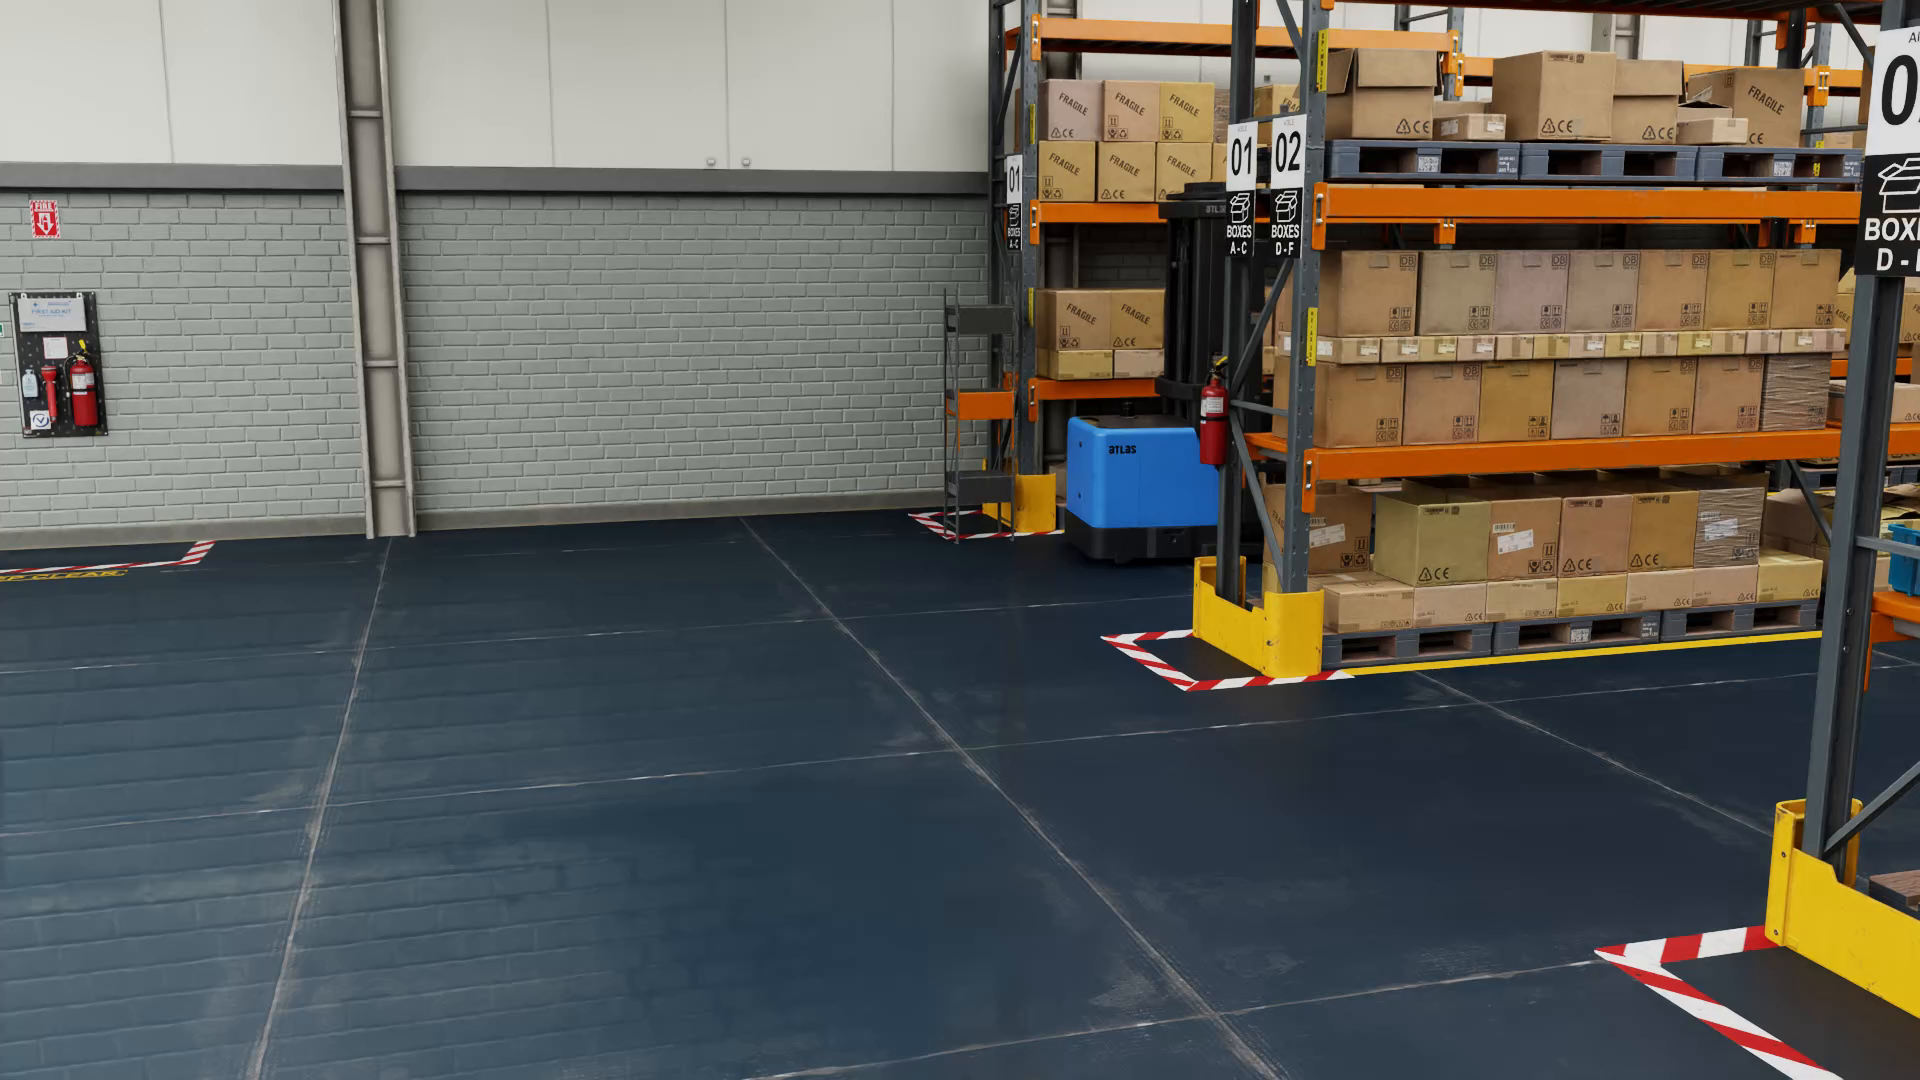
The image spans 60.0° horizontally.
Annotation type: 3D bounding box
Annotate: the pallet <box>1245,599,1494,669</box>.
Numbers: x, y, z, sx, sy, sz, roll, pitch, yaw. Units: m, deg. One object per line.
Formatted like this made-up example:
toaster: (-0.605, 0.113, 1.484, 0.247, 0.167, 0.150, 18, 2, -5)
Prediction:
pallet: (2.558, 0.546, 10.495, 1.213, 0.211, 1.003, -3, 11, -16)

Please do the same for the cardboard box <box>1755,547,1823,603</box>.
cardboard box: (5.292, 0.226, 10.969, 0.500, 0.250, 0.500, -3, 11, -16)

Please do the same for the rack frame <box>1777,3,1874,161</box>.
rack frame: (5.676, -3.932, 10.549, 0.127, 3.000, 1.000, -3, 11, -16)

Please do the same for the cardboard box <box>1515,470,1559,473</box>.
cardboard box: (5.472, -0.904, 16.363, 0.500, 0.500, 0.700, -3, 11, -17)

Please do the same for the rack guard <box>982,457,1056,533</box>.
rack guard: (0.520, -0.414, 14.916, 0.348, 0.500, 1.175, -3, 11, -16)

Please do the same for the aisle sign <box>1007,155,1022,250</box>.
aisle sign: (0.462, -2.863, 14.131, 0.004, 0.787, 0.394, -3, 11, -16)

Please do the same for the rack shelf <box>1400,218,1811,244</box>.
rack shelf: (6.208, -3.065, 16.112, 4.000, 0.370, 1.077, -3, 11, -16)

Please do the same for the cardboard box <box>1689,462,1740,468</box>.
cardboard box: (7.452, -0.986, 16.807, 0.500, 0.500, 0.700, -3, 11, -15)

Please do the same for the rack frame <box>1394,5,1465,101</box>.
rack frame: (4.288, -4.793, 15.225, 0.127, 3.000, 1.000, -3, 11, -16)

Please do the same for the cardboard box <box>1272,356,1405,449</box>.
cardboard box: (2.287, -0.849, 10.100, 0.500, 0.500, 0.700, -3, 11, -16)

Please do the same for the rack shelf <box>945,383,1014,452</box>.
rack shelf: (0.159, -1.028, 13.904, 0.480, 0.518, 0.431, -3, 11, -16)

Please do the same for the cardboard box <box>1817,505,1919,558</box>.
cardboard box: (6.143, -0.089, 11.131, 0.500, 0.311, 0.500, -3, 11, -16)

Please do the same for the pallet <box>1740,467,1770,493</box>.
pallet: (7.378, -0.634, 16.907, 1.213, 0.211, 1.003, -3, 11, -16)

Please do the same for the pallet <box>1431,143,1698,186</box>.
pallet: (3.695, -2.304, 10.238, 1.213, 0.211, 1.003, -3, 11, -16)

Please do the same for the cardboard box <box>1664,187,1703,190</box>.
cardboard box: (6.858, -3.531, 16.317, 0.637, 0.503, 0.797, -1, 11, -8)

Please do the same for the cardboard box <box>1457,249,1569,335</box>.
cardboard box: (3.325, -1.543, 10.286, 0.500, 0.500, 0.700, -3, 11, -16)

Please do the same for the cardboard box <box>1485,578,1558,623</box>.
cardboard box: (3.372, 0.327, 10.419, 0.500, 0.250, 0.500, -3, 11, -16)

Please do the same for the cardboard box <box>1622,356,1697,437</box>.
cardboard box: (4.264, -0.954, 10.670, 0.500, 0.500, 0.700, -3, 11, -15)

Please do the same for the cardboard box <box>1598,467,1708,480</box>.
cardboard box: (4.666, -0.209, 11.258, 0.500, 0.500, 0.500, -3, 11, -16)

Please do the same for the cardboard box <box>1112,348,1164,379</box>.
cardboard box: (1.499, -1.574, 14.671, 0.500, 0.250, 0.500, -3, 11, -18)

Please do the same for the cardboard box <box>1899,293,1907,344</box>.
cardboard box: (9.172, -2.255, 16.857, 0.500, 0.500, 0.500, -3, 11, -14)

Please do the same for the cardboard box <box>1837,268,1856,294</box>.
cardboard box: (8.664, -2.598, 16.652, 0.500, 0.250, 0.500, -3, 11, -15)

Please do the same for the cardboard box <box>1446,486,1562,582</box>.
cardboard box: (3.369, -0.044, 10.362, 0.500, 0.500, 0.500, -3, 11, -16)

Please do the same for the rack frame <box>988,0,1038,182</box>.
rack frame: (0.447, -4.590, 14.126, 0.127, 3.000, 1.000, -3, 11, -16)

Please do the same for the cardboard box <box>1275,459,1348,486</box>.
cardboard box: (3.303, -0.770, 15.632, 0.500, 0.500, 0.500, -4, 11, -20)

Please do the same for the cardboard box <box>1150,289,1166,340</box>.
cardboard box: (1.965, -1.965, 14.723, 0.500, 0.500, 0.500, -3, 11, -18)

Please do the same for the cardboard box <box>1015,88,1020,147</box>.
cardboard box: (0.788, -3.733, 14.661, 0.500, 0.500, 0.500, -3, 11, -13)

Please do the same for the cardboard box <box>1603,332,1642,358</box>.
cardboard box: (4.001, -1.221, 10.324, 0.250, 0.149, 0.380, -3, 11, -14)

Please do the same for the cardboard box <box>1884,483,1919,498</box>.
cardboard box: (6.962, -0.234, 11.918, 0.500, 0.311, 0.500, -3, 11, -16)

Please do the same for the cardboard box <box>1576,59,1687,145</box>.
cardboard box: (4.060, -2.721, 10.427, 0.637, 0.503, 0.797, -2, 11, -10)

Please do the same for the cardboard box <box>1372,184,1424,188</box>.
cardboard box: (3.870, -3.308, 15.113, 0.500, 0.500, 0.500, -3, 11, -14)

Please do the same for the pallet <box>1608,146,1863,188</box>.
pallet: (4.864, -2.365, 10.570, 1.213, 0.211, 1.003, -3, 11, -16)

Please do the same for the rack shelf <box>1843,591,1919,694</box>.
rack shelf: (5.137, 0.335, 5.929, 4.000, 0.370, 1.077, -3, 11, -16)

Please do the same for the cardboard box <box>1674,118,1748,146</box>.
cardboard box: (4.594, -2.500, 10.203, 0.250, 0.149, 0.380, -3, 11, -16)

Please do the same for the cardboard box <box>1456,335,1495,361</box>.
cardboard box: (3.008, -1.168, 10.039, 0.250, 0.149, 0.380, -3, 11, -17)

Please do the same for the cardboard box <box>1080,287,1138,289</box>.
cardboard box: (1.327, -2.029, 15.072, 0.500, 0.500, 0.500, -3, 11, -15)

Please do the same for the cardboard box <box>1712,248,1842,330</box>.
cardboard box: (5.252, -1.645, 10.838, 0.500, 0.500, 0.700, -3, 11, -16)

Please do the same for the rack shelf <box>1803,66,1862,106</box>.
rack shelf: (10.049, -4.546, 16.976, 4.000, 0.370, 1.077, -3, 11, -16)

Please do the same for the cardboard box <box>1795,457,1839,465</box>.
cardboard box: (8.871, -1.208, 17.103, 0.750, 0.750, 0.750, -3, 11, -17)

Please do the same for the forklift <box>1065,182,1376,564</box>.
forklift: (2.430, -1.358, 13.327, 3.031, 2.935, 1.130, -2, 11, -9)

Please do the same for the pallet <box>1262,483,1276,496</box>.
pallet: (2.480, -0.368, 15.464, 1.213, 0.211, 1.003, -3, 11, -16)

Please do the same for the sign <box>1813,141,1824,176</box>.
sign: (8.278, -3.680, 16.037, 0.005, 0.325, 0.100, -3, 11, -16)

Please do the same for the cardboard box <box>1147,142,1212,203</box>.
cardboard box: (1.861, -3.195, 14.503, 0.500, 0.500, 0.500, -2, 11, -13)

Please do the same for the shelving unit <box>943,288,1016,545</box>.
shelving unit: (0.159, -1.041, 13.902, 0.503, 2.100, 0.431, -3, 11, -16)

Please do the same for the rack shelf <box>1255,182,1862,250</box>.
rack shelf: (3.756, -2.001, 10.336, 4.000, 0.370, 1.077, -3, 11, -16)

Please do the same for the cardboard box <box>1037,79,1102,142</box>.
cardboard box: (0.885, -3.643, 14.173, 0.500, 0.500, 0.500, -4, 11, -20)

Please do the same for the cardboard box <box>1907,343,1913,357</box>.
cardboard box: (9.737, -1.977, 17.141, 0.250, 0.149, 0.380, -3, 11, -15)

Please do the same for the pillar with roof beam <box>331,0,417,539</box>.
pillar with roof beam: (-3.680, -3.724, 9.421, 0.400, 9.000, 9.100, -3, 11, -16)

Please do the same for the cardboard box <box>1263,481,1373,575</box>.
cardboard box: (2.267, -0.081, 10.564, 0.500, 0.500, 0.500, -3, 11, -16)

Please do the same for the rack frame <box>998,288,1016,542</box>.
rack frame: (0.393, -1.053, 13.969, 0.015, 2.100, 0.400, -3, 11, -16)

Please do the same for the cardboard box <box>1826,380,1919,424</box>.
cardboard box: (6.137, -0.940, 11.282, 0.500, 0.250, 0.500, -2, 11, -12)

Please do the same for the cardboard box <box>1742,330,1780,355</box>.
cardboard box: (4.986, -1.273, 10.607, 0.250, 0.149, 0.380, -3, 11, -18)

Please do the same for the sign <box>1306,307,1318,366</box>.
sign: (1.985, -1.147, 9.381, 0.005, 0.325, 0.100, -3, 11, -16)
